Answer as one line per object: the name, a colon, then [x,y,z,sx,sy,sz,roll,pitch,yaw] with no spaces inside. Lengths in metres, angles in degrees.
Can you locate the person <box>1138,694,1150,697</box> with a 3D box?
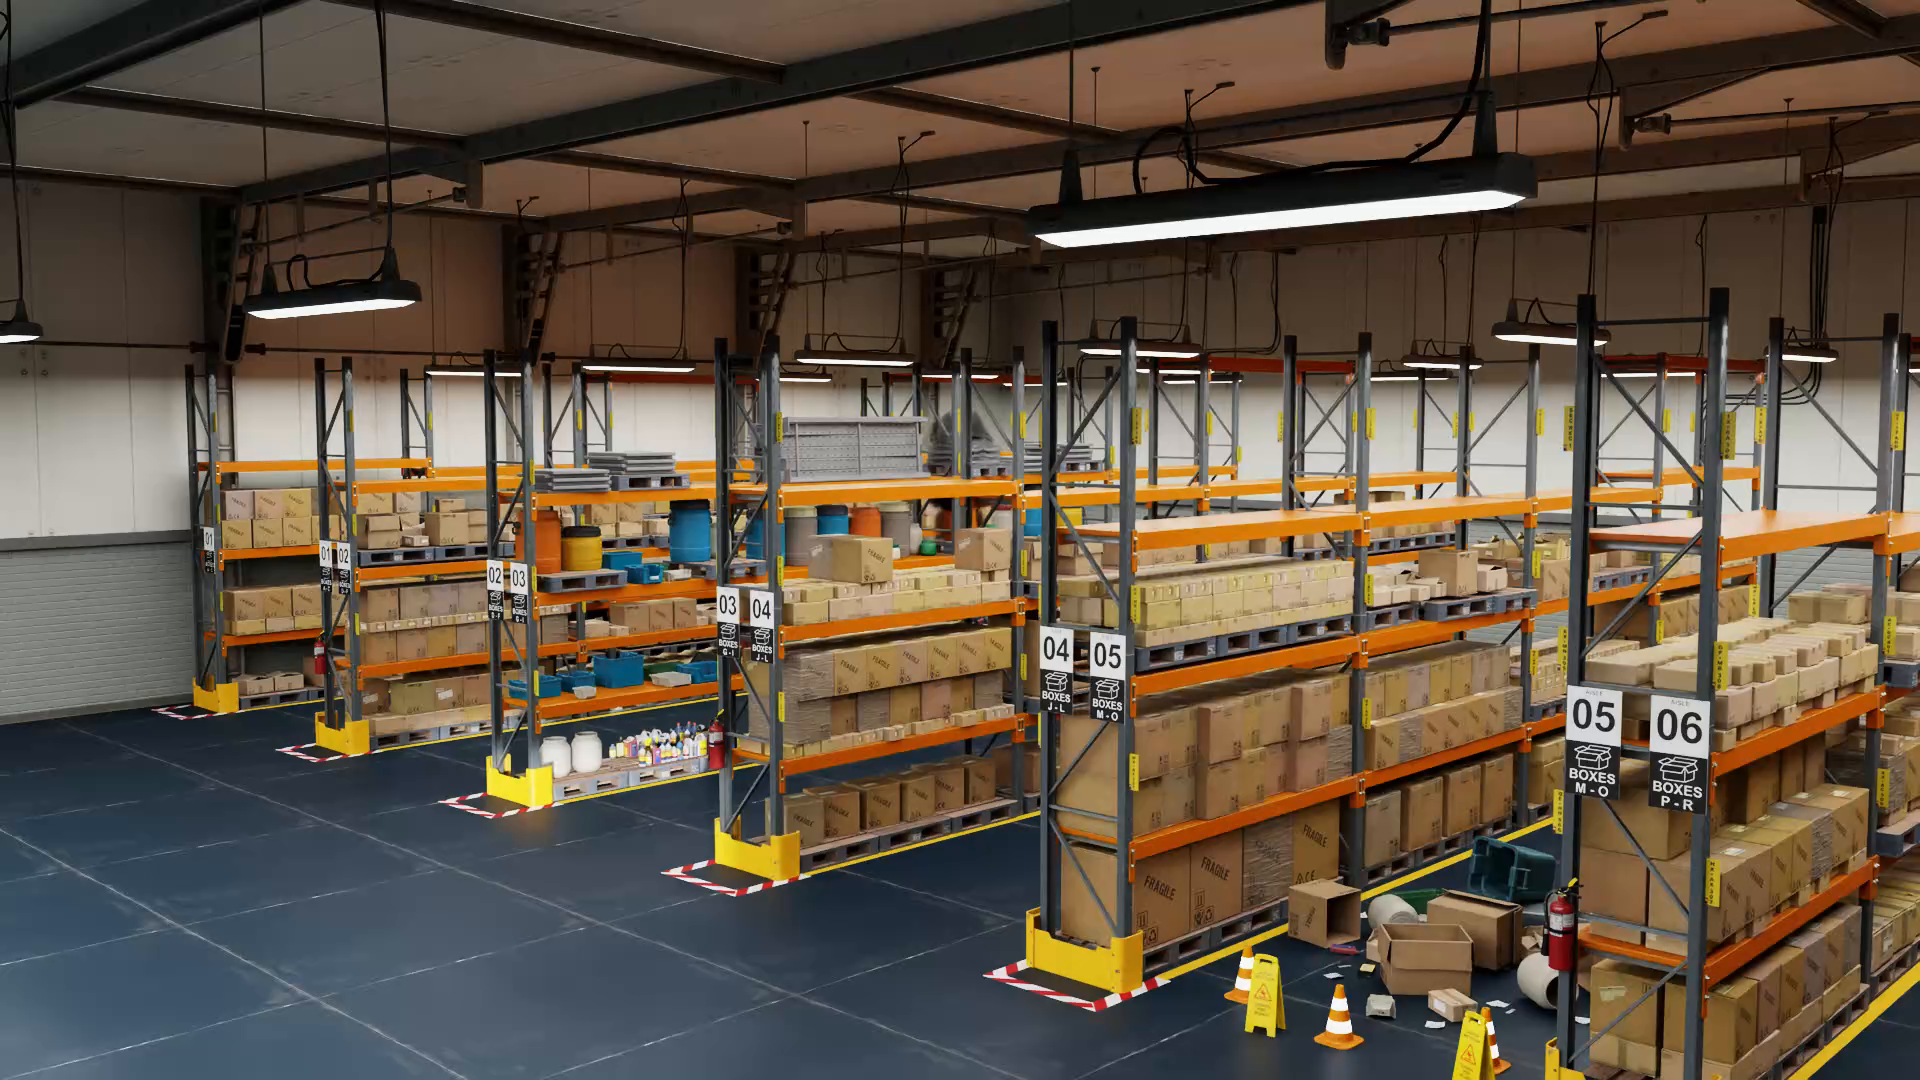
person: [2.653,2.711,21.464,1.093,1.565,0.657,-4,6,-42]
